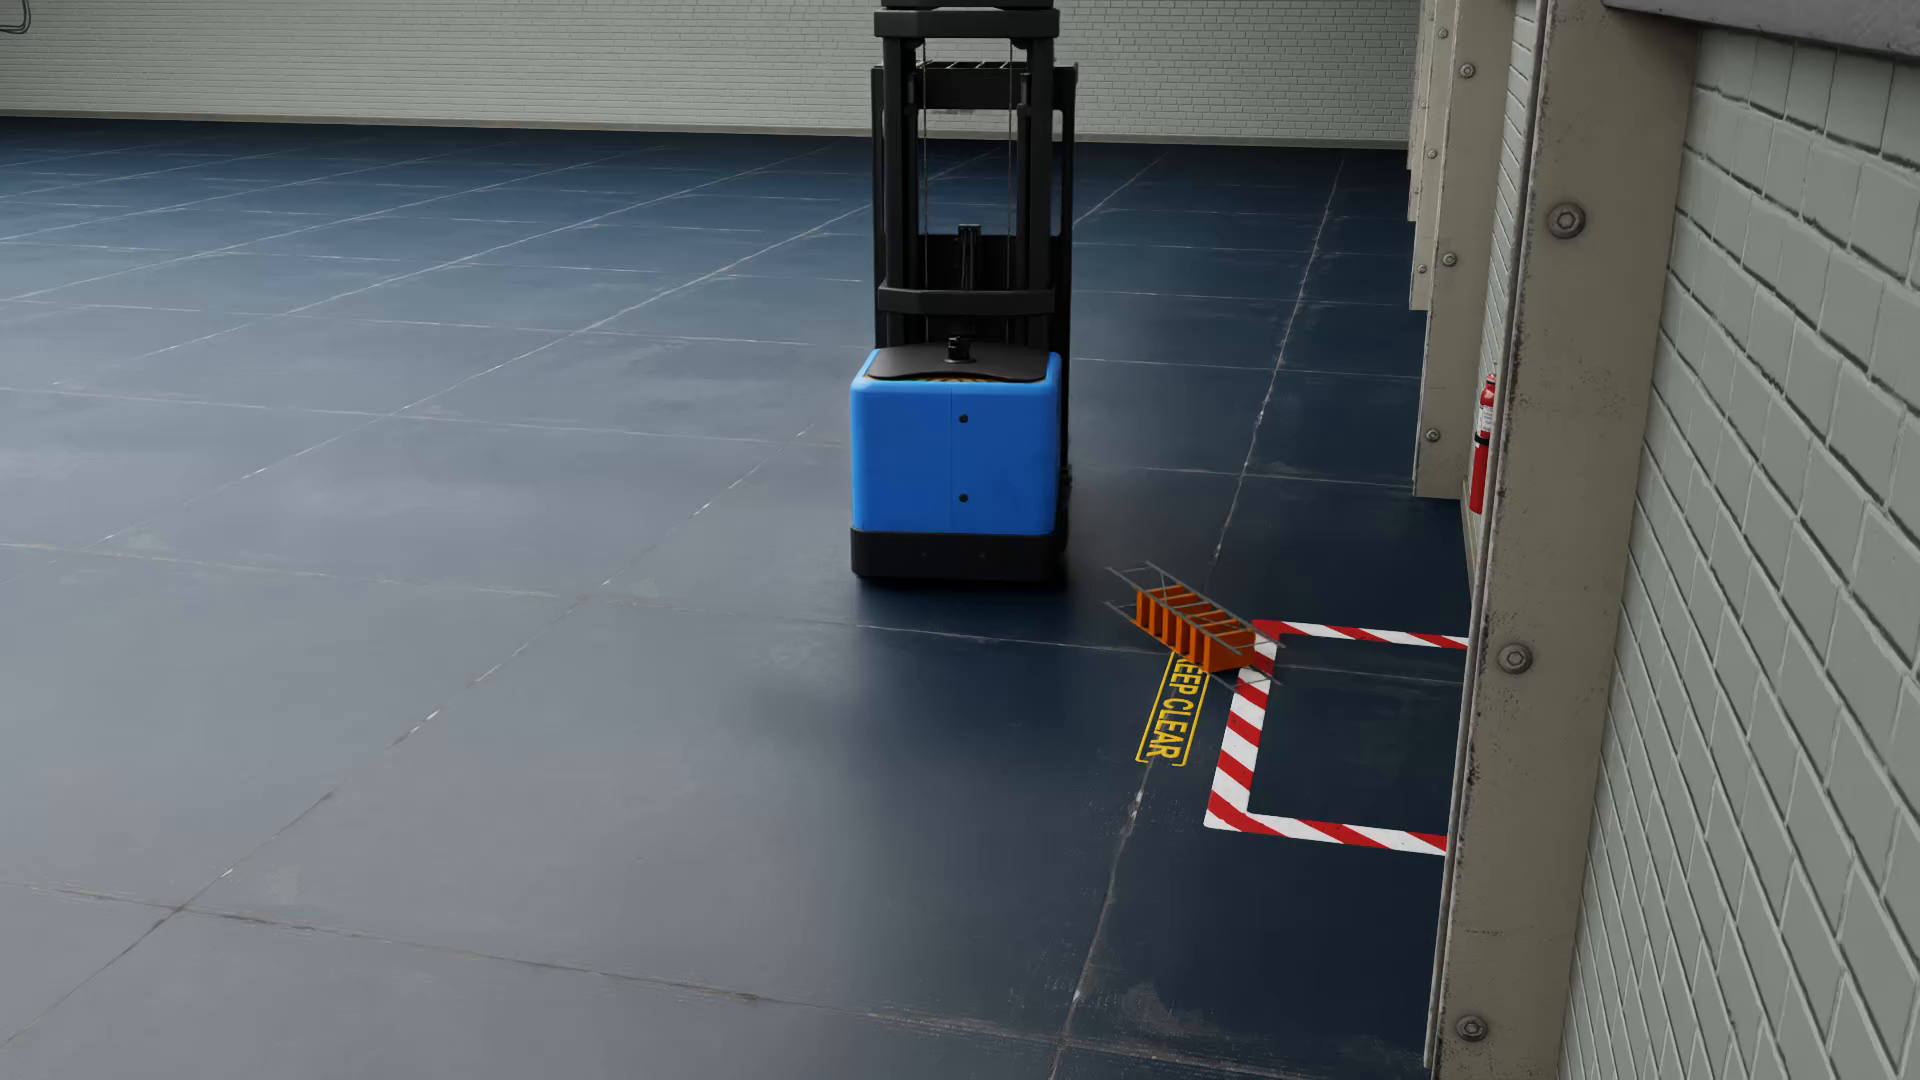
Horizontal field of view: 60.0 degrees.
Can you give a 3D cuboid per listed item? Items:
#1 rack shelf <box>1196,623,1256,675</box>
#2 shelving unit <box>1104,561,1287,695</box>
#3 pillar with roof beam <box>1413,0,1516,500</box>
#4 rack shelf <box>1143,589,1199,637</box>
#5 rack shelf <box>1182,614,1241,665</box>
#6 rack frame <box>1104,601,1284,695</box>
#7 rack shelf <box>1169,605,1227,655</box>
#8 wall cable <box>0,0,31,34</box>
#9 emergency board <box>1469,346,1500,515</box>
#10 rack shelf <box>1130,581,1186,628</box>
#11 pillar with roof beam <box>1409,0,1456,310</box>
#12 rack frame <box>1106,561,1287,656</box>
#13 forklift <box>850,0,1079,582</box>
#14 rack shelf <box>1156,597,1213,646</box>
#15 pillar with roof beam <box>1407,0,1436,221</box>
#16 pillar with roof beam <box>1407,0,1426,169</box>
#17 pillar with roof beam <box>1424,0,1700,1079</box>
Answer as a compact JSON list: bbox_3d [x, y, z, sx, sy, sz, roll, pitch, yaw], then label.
[{"bbox_3d":[1.199,0.484,7.474,0.258,0.180,0.103,-8,21,-23],"label":"rack shelf"},{"bbox_3d":[1.071,0.389,7.746,0.258,0.189,1.200,-8,21,-23],"label":"shelving unit"},{"bbox_3d":[-1.264,-4.911,9.643,9.100,9.000,0.400,5,19,13],"label":"pillar with roof beam"},{"bbox_3d":[1.004,0.339,7.888,0.258,0.180,0.103,-8,21,-23],"label":"rack shelf"},{"bbox_3d":[1.150,0.448,7.577,0.258,0.180,0.103,-8,21,-23],"label":"rack shelf"},{"bbox_3d":[1.070,0.475,7.776,0.240,0.006,1.200,-8,21,-23],"label":"rack frame"},{"bbox_3d":[1.101,0.412,7.681,0.258,0.180,0.103,-8,21,-23],"label":"rack shelf"},{"bbox_3d":[-21.235,-12.050,35.348,3.097,2.526,0.112,5,19,13],"label":"wall cable"},{"bbox_3d":[2.085,-0.623,6.370,0.194,1.169,0.643,5,19,13],"label":"emergency board"},{"bbox_3d":[0.955,0.303,7.991,0.258,0.180,0.103,-8,21,-23],"label":"rack shelf"},{"bbox_3d":[0.202,-6.791,15.149,9.100,9.000,0.400,5,19,13],"label":"pillar with roof beam"},{"bbox_3d":[1.071,0.302,7.716,0.240,0.006,1.200,-8,21,-23],"label":"rack frame"},{"bbox_3d":[0.093,-1.609,9.365,1.130,2.935,3.031,2,19,5],"label":"forklift"},{"bbox_3d":[1.053,0.375,7.784,0.258,0.180,0.103,-8,21,-23],"label":"rack shelf"},{"bbox_3d":[1.668,-8.672,20.655,9.100,9.000,0.400,5,19,13],"label":"pillar with roof beam"},{"bbox_3d":[3.134,-10.553,26.161,9.100,9.000,0.400,5,19,13],"label":"pillar with roof beam"},{"bbox_3d":[-2.730,-3.030,4.137,9.100,9.000,0.400,5,19,13],"label":"pillar with roof beam"}]
